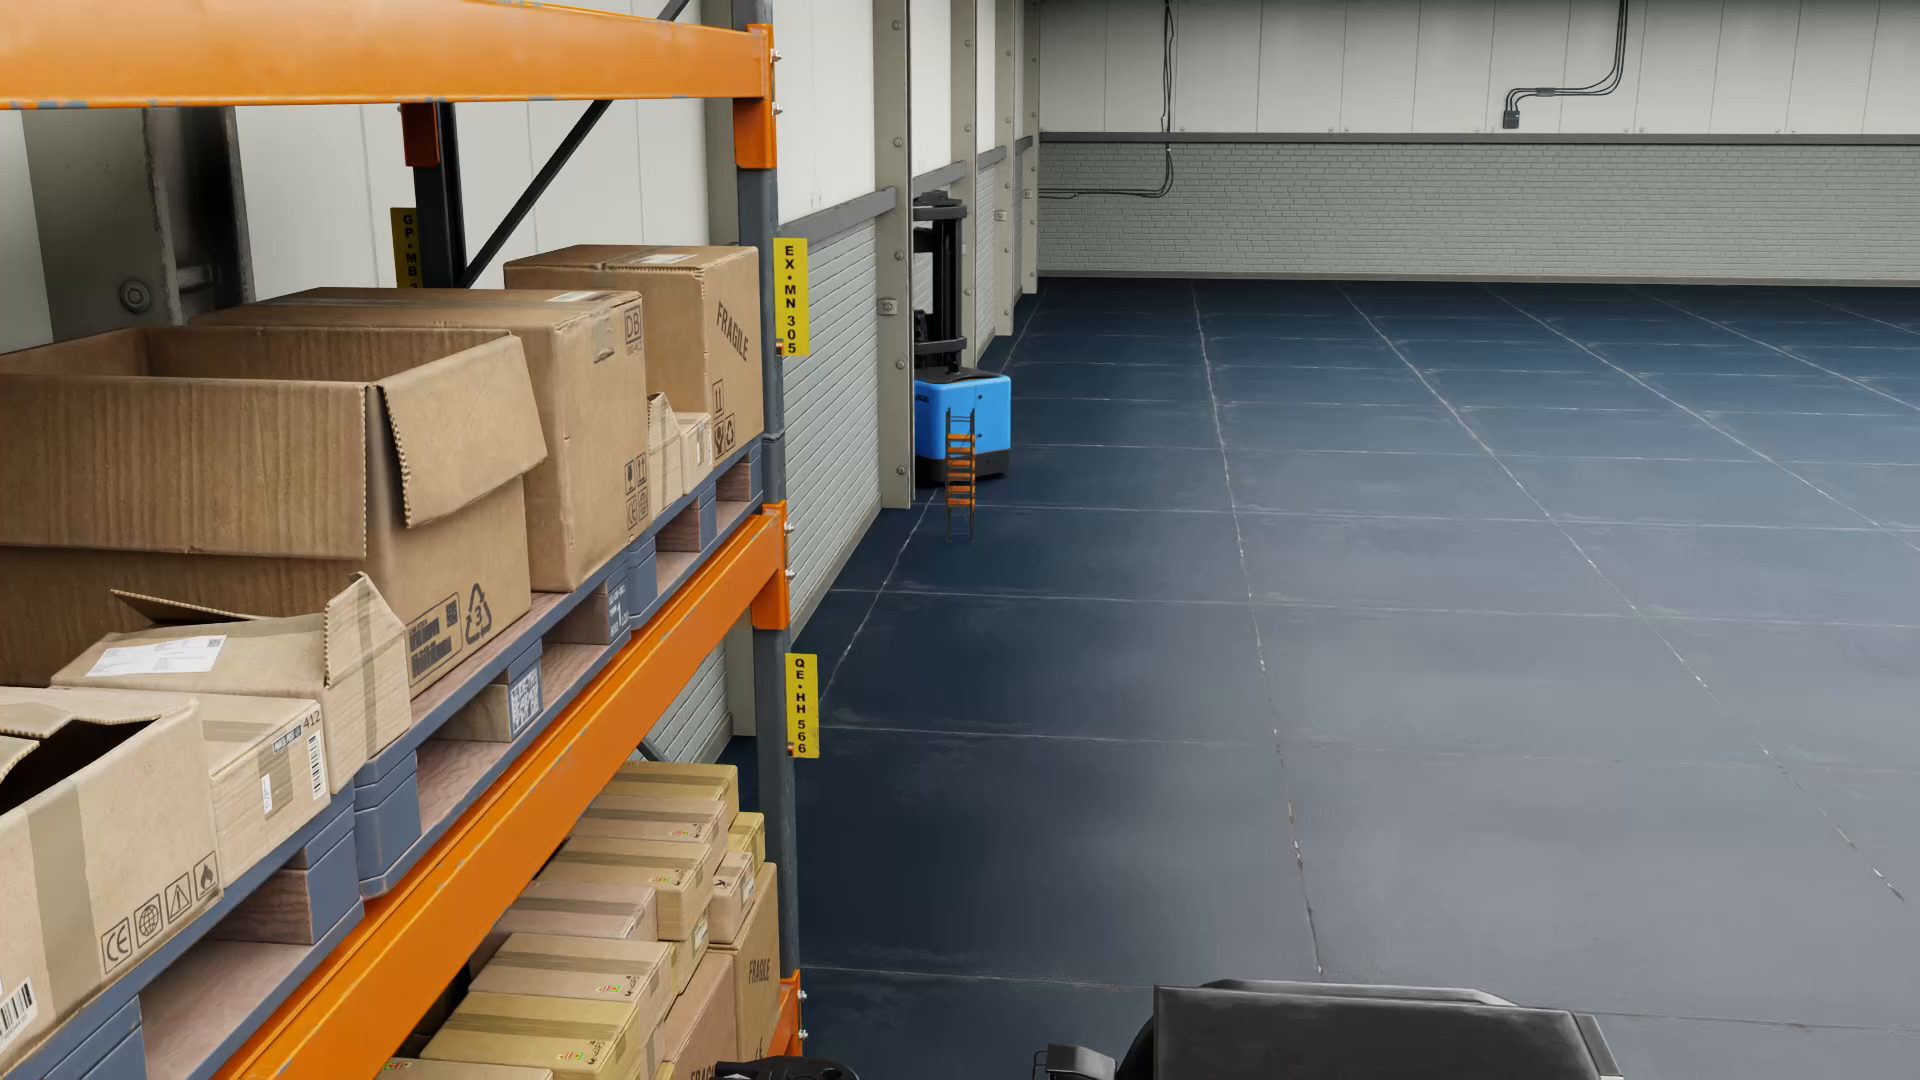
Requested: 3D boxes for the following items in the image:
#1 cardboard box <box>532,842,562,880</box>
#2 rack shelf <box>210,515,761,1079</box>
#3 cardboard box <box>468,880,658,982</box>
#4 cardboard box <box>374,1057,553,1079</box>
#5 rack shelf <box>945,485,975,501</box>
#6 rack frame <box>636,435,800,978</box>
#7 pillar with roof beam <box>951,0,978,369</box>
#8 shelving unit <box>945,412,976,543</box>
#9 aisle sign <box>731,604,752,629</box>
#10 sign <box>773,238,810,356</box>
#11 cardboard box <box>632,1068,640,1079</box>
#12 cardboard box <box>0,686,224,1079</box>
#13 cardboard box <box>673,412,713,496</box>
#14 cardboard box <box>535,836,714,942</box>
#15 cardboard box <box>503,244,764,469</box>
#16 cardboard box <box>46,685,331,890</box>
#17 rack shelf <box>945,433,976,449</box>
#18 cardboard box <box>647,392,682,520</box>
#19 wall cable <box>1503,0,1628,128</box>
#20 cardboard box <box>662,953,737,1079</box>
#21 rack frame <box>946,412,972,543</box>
[{"bbox_3d":[-1.268,0.931,4.540,0.380,0.149,0.250,2,15,6],"label":"cardboard box"},{"bbox_3d":[-1.233,0.435,2.927,0.919,0.052,3.809,2,15,6],"label":"rack shelf"},{"bbox_3d":[-0.940,0.936,3.951,0.380,0.149,0.250,2,15,7],"label":"cardboard box"},{"bbox_3d":[-1.006,1.138,3.203,0.380,0.149,0.250,2,15,7],"label":"cardboard box"},{"bbox_3d":[0.002,-0.424,15.062,0.258,0.103,0.180,2,15,6],"label":"rack shelf"},{"bbox_3d":[-1.008,1.146,5.178,1.000,3.000,0.127,2,15,6],"label":"rack frame"},{"bbox_3d":[4.327,-6.138,20.621,9.100,9.000,0.400,2,15,6],"label":"pillar with roof beam"},{"bbox_3d":[1.505,2.026,4.223,5.752,1.800,21.905,2,15,6],"label":"shelving unit"},{"bbox_3d":[-0.708,-0.118,4.870,0.394,0.787,0.004,2,15,6],"label":"aisle sign"},{"bbox_3d":[-0.470,-0.672,4.609,0.100,0.325,0.005,2,15,6],"label":"sign"},{"bbox_3d":[-0.889,1.216,3.484,0.380,0.149,0.250,2,15,7],"label":"cardboard box"},{"bbox_3d":[-1.123,0.319,1.665,0.500,0.311,0.500,2,15,7],"label":"cardboard box"},{"bbox_3d":[-0.799,-0.208,3.924,0.380,0.149,0.250,1,15,5],"label":"cardboard box"},{"bbox_3d":[-0.838,0.873,4.181,0.380,0.149,0.250,2,15,8],"label":"cardboard box"},{"bbox_3d":[-0.815,-0.479,4.255,0.500,0.500,0.500,2,15,8],"label":"cardboard box"},{"bbox_3d":[-1.020,0.299,2.049,0.380,0.149,0.250,2,15,8],"label":"cardboard box"},{"bbox_3d":[0.002,-0.888,14.937,0.258,0.103,0.180,2,15,6],"label":"rack shelf"},{"bbox_3d":[-0.828,-0.199,3.665,0.396,0.266,0.258,2,15,6],"label":"cardboard box"},{"bbox_3d":[12.481,-11.460,33.789,2.305,6.003,0.169,2,15,6],"label":"wall cable"},{"bbox_3d":[-0.870,1.367,4.168,0.500,0.500,0.500,2,15,8],"label":"cardboard box"},{"bbox_3d":[-0.009,-0.559,14.932,0.240,1.200,0.006,2,15,6],"label":"rack frame"}]
